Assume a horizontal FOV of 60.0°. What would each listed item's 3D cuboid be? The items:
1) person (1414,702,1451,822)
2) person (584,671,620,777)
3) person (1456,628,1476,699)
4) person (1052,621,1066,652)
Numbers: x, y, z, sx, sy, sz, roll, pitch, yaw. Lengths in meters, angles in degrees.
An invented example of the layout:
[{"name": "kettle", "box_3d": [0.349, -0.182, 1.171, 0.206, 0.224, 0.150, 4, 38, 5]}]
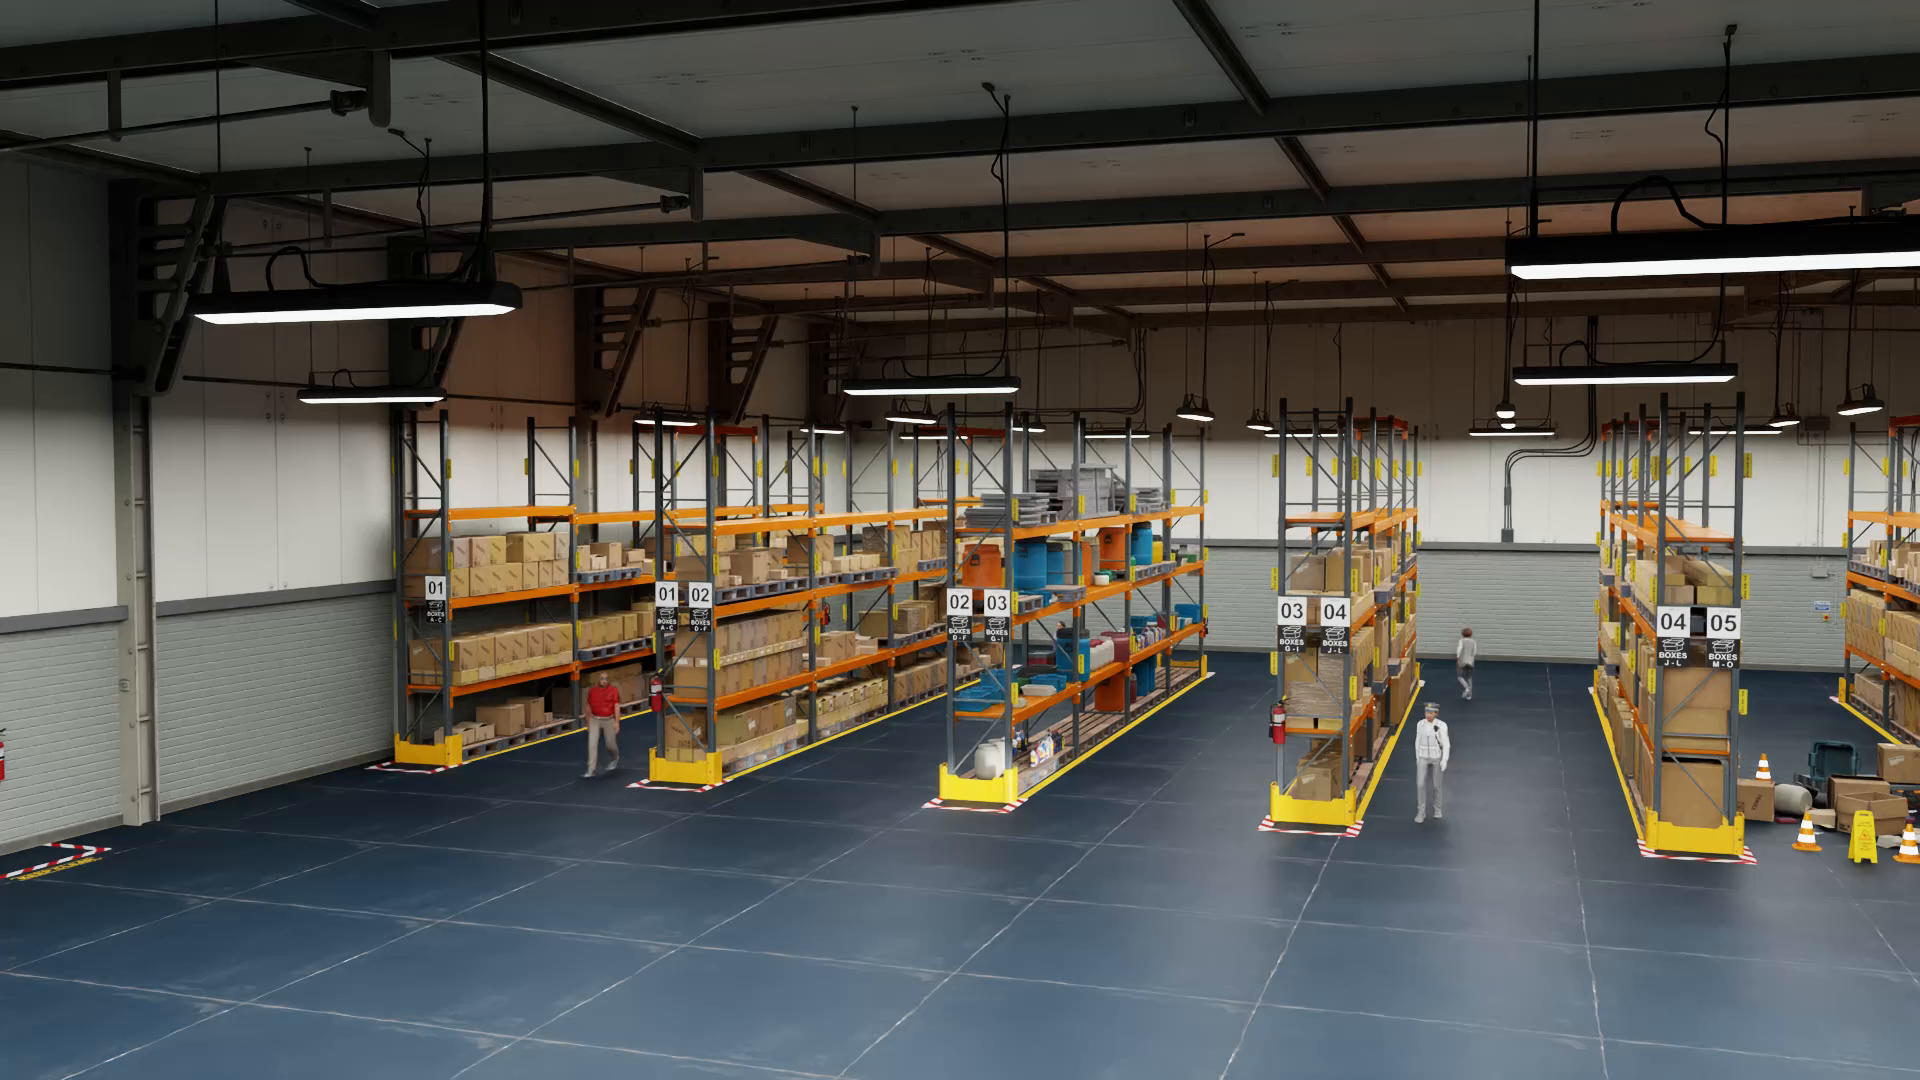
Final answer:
[{"name": "person", "box_3d": [6.725, 3.162, 23.708, 0.530, 1.708, 0.593, 2, 3, 33]}, {"name": "person", "box_3d": [-5.841, 2.980, 27.194, 0.576, 1.692, 0.841, 0, 2, -3]}, {"name": "person", "box_3d": [10.987, 2.686, 36.057, 0.465, 1.554, 0.652, 0, 2, 3]}, {"name": "person", "box_3d": [2.246, 2.637, 36.709, 0.527, 1.692, 0.557, 2, 3, 39]}]
